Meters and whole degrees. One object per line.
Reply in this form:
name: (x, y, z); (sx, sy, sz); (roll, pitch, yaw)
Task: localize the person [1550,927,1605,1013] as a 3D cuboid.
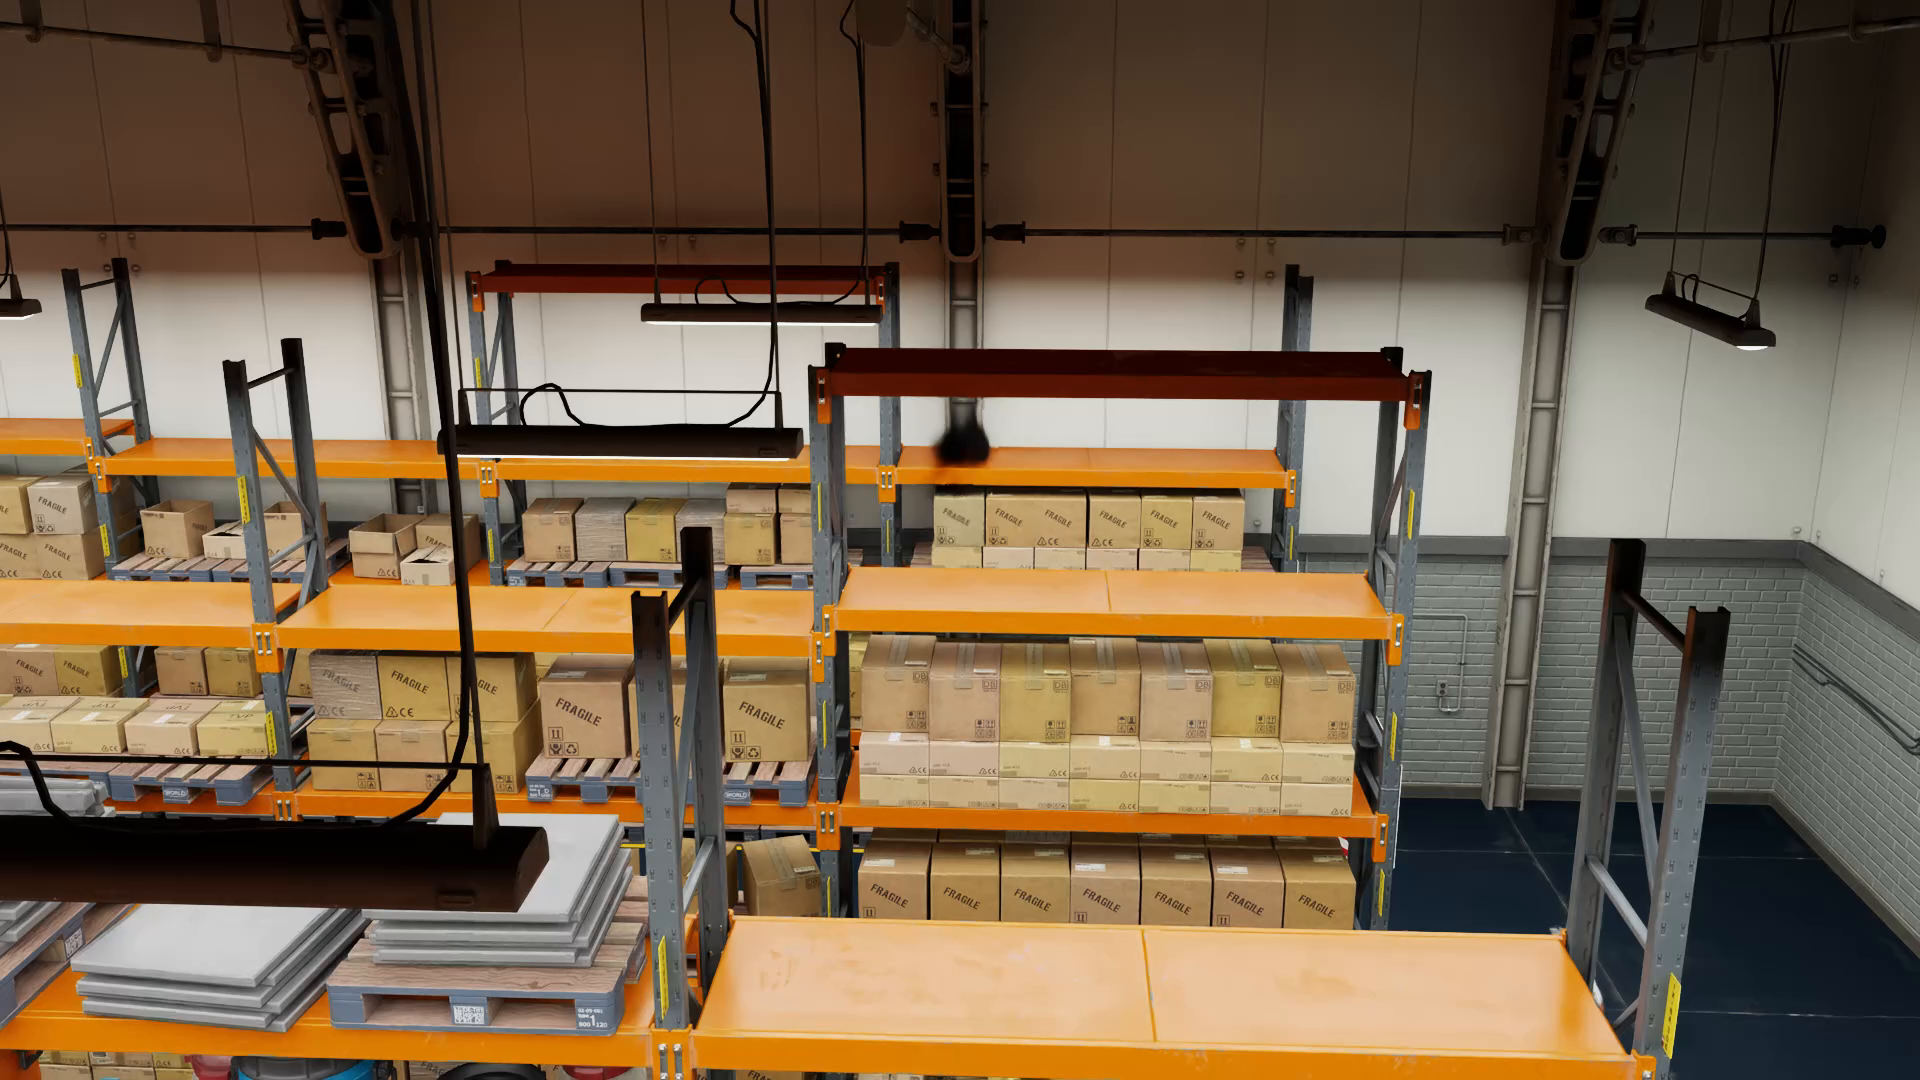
person: (4.458, 3.737, 12.675); (0.547, 1.734, 0.702); (-10, 19, -32)
